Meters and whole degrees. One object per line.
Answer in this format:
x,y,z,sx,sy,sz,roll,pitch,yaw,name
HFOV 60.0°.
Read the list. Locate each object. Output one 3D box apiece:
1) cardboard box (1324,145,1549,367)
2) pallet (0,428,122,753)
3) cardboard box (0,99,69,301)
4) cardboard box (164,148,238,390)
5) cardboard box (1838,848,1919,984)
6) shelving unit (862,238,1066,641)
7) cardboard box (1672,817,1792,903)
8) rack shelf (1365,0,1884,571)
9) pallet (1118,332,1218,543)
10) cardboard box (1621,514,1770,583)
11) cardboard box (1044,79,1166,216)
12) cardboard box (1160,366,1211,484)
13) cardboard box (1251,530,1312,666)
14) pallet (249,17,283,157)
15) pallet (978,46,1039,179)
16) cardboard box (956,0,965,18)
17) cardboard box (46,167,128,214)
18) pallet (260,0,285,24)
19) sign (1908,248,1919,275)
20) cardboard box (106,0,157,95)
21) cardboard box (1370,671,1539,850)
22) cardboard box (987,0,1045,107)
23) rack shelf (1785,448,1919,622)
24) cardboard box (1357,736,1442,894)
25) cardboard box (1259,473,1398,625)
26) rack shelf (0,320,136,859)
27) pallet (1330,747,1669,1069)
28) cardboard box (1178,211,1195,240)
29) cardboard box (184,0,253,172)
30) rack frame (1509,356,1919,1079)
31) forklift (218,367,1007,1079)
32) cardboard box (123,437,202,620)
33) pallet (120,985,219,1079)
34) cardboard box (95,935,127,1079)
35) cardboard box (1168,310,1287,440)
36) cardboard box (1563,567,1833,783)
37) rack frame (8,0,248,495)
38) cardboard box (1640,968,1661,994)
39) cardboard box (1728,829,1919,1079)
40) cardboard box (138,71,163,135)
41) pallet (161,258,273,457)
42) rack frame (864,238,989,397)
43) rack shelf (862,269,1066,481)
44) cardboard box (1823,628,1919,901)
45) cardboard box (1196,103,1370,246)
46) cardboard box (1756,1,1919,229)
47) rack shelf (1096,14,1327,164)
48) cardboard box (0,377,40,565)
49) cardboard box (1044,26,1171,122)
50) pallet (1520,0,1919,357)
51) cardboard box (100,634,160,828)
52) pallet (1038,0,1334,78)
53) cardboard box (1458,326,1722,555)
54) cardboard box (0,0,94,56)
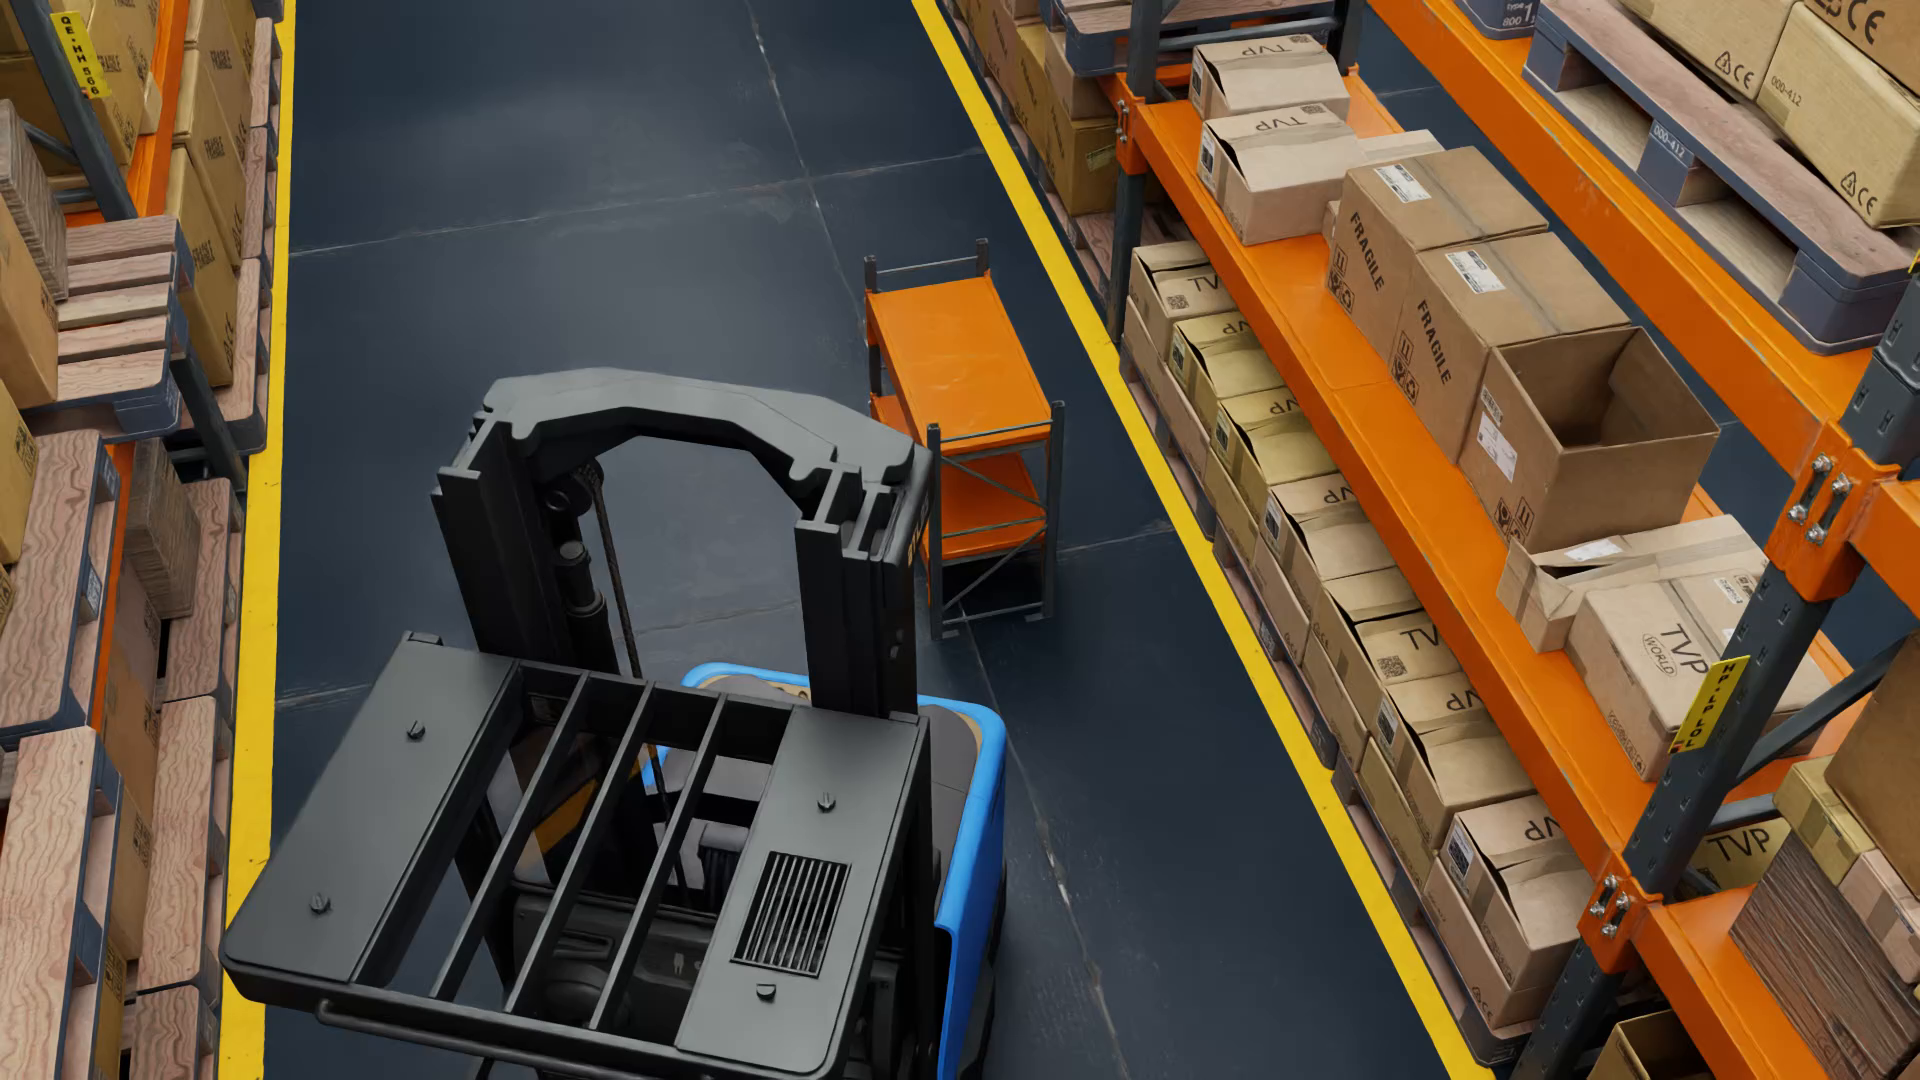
1.645,-0.993,5.803,0.500,0.500,0.500,-13,47,-12,cardboard box
-3.042,0.222,4.818,1.003,0.211,1.213,-11,47,-10,pallet
-3.458,-1.071,5.572,0.700,0.500,0.500,-16,48,-15,cardboard box
-3.650,-1.131,7.220,0.750,0.750,0.750,-11,47,-11,cardboard box
2.169,0.781,3.611,0.380,0.149,0.250,-10,46,-10,cardboard box
-0.002,-0.398,6.604,0.538,1.125,1.048,-11,47,-10,shelving unit
2.358,0.937,5.221,0.500,0.311,0.500,-11,47,-10,cardboard box
1.711,-1.530,4.804,1.077,0.370,4.000,-11,47,-10,rack shelf
1.372,-0.562,7.403,1.003,0.211,1.213,-11,47,-10,pallet
2.194,0.087,4.991,0.380,0.149,0.250,-11,47,-10,cardboard box
0.733,-1.995,8.298,0.500,0.500,0.500,-9,46,-9,cardboard box
1.179,-0.535,7.056,0.500,0.250,0.500,-12,47,-11,cardboard box
1.449,0.176,6.359,0.500,0.250,0.500,-10,46,-10,cardboard box
-4.342,-2.471,9.275,1.003,0.211,1.213,-11,47,-10,pallet
0.736,-2.500,9.303,1.003,0.211,1.213,-11,47,-10,pallet
0.211,-3.409,9.684,0.500,0.500,0.500,-10,46,-10,cardboard box
-3.449,-1.393,6.428,0.380,0.149,0.250,-11,47,-11,cardboard box
-4.731,-3.530,10.312,1.003,0.211,1.213,-11,47,-10,pallet
1.701,-0.586,2.793,0.100,0.325,0.005,-11,47,-10,sign
-3.590,-2.096,6.663,0.500,0.500,0.500,-9,46,-9,cardboard box
1.703,0.682,5.470,0.500,0.311,0.500,-10,46,-9,cardboard box
0.460,-2.713,9.002,0.500,0.500,0.500,-12,47,-12,cardboard box
2.735,1.231,2.097,1.077,0.370,4.000,-11,47,-10,rack shelf
1.709,0.881,5.668,0.500,0.250,0.500,-11,47,-11,cardboard box
1.453,-0.010,6.149,0.500,0.311,0.500,-11,47,-11,cardboard box
-3.076,0.428,4.985,1.077,0.370,4.000,-11,47,-10,rack shelf
1.997,1.123,5.752,1.003,0.211,1.213,-11,47,-10,pallet
1.359,-1.759,8.066,0.500,0.500,0.500,-9,46,-9,cardboard box
-4.090,-2.323,8.388,0.750,0.750,0.750,-9,46,-9,cardboard box
2.223,0.649,4.265,1.000,3.000,0.127,-11,47,-10,rack frame
-0.649,1.192,3.780,1.130,2.935,3.031,8,46,8,forklift
-3.354,0.004,6.339,0.700,0.500,0.500,-10,46,-10,cardboard box
-2.765,1.996,4.897,1.003,0.211,1.213,-11,47,-10,pallet
-2.950,1.425,4.946,0.700,0.500,0.500,-12,47,-11,cardboard box
1.192,-0.718,6.842,0.500,0.311,0.500,-12,47,-11,cardboard box
2.055,0.369,4.644,0.500,0.250,0.500,-8,46,-8,cardboard box
-3.588,-1.205,6.081,1.000,3.000,0.127,-11,47,-10,rack frame
2.360,1.140,5.414,0.500,0.250,0.500,-12,47,-11,cardboard box
2.343,0.919,3.930,0.700,0.500,0.500,-12,47,-11,cardboard box
-3.491,-1.768,6.795,0.380,0.149,0.250,-9,46,-9,cardboard box
-3.717,-0.787,7.624,1.003,0.211,1.213,-11,47,-10,pallet
-0.132,-0.749,6.948,0.500,1.125,0.032,-11,47,-10,rack frame
-0.002,-0.603,6.395,0.538,0.278,1.000,-11,47,-10,rack shelf
2.343,0.465,3.467,0.700,0.500,0.500,-10,47,-10,cardboard box
1.241,-1.429,6.363,0.500,0.311,0.500,-11,47,-11,cardboard box
2.075,-0.923,3.516,0.500,0.250,0.500,-6,46,-6,cardboard box
0.687,-3.242,8.581,1.077,0.370,4.000,-11,47,-10,rack shelf
-3.118,-0.215,4.733,0.700,0.500,0.500,-11,47,-10,cardboard box
0.714,-2.296,8.067,0.500,0.250,0.500,-9,46,-9,cardboard box
1.985,-0.941,3.856,0.805,0.209,1.217,-12,47,-12,pallet
-3.180,0.719,5.639,0.700,0.500,0.500,-11,47,-11,cardboard box
0.958,-2.501,7.486,1.213,0.211,1.003,-11,47,-10,pallet
1.908,-0.283,5.108,0.500,0.500,0.500,-8,46,-7,cardboard box
-3.463,-1.994,6.037,0.500,0.250,0.500,-10,46,-9,cardboard box
